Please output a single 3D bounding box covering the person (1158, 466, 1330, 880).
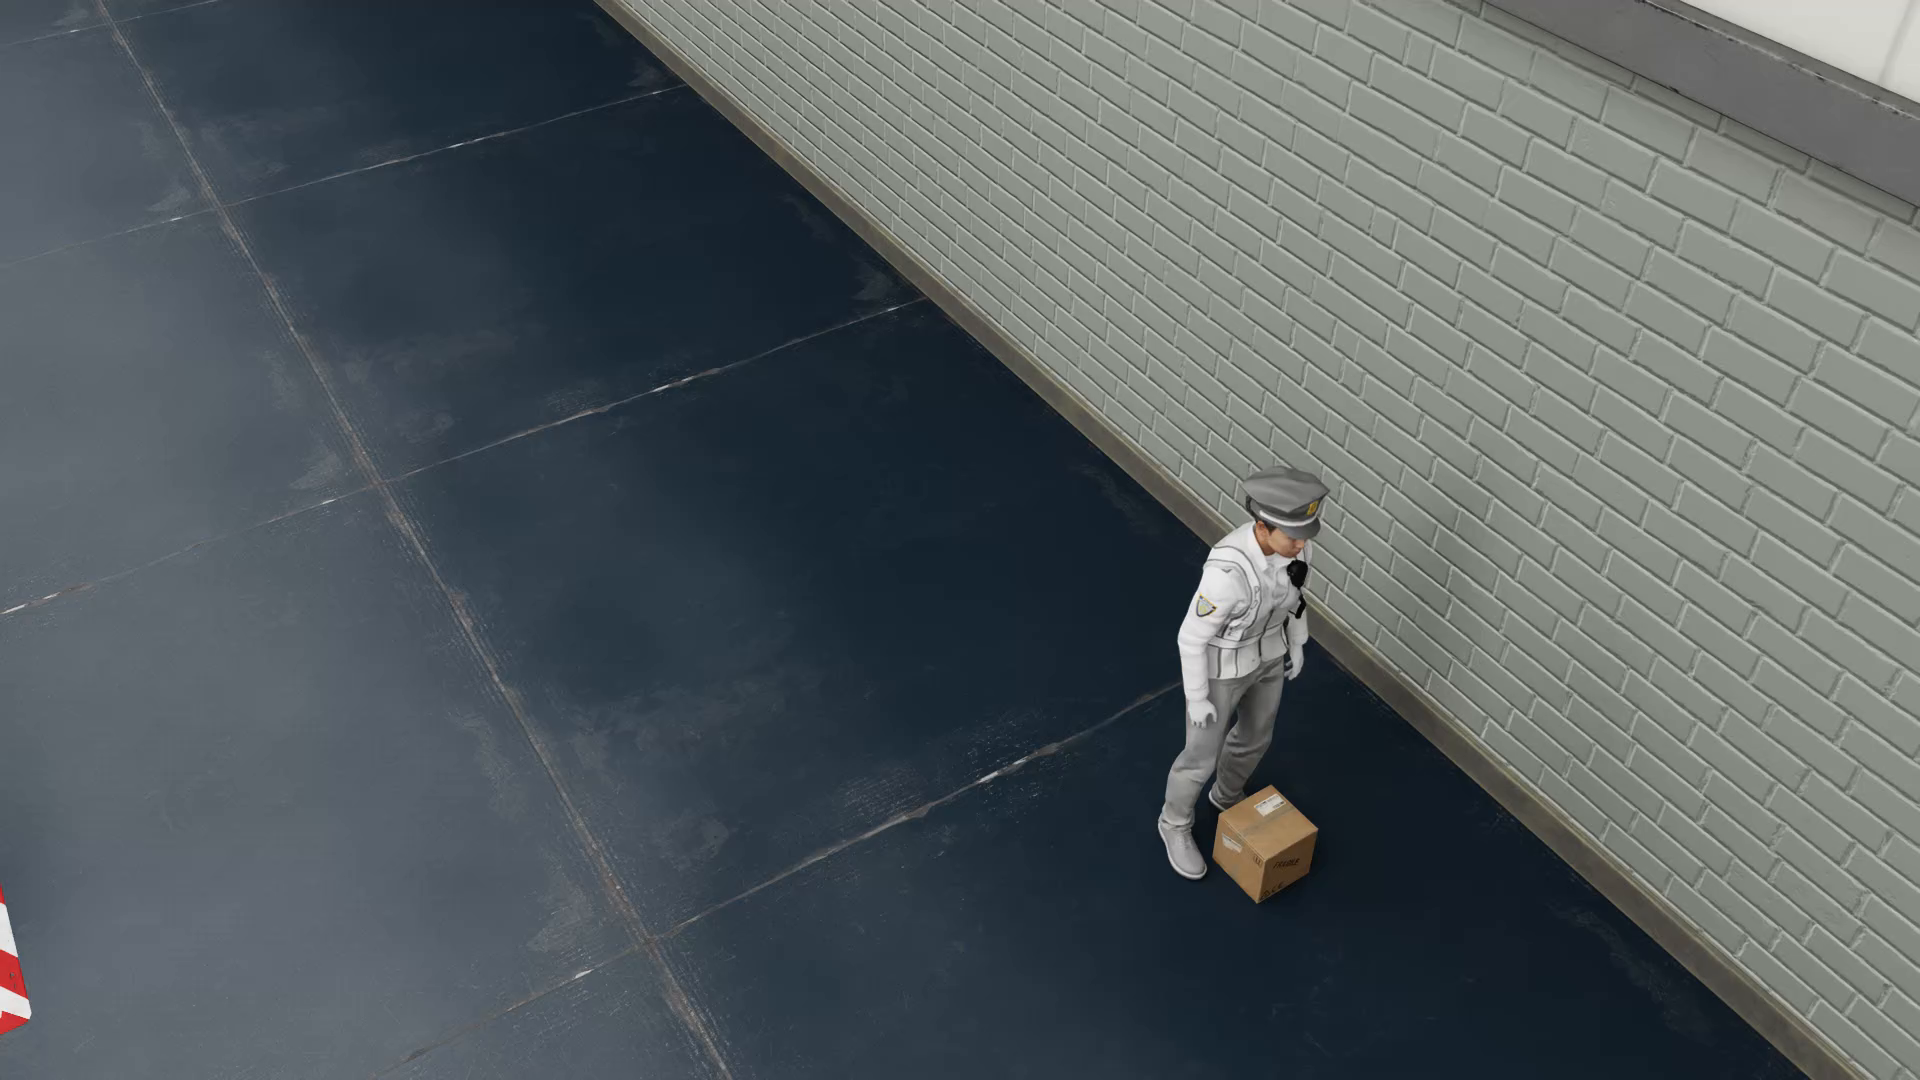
[{"bbox_3d":[0.957,0.430,5.660,0.546,1.666,0.371,-25,47,-26],"label":"person"}]
